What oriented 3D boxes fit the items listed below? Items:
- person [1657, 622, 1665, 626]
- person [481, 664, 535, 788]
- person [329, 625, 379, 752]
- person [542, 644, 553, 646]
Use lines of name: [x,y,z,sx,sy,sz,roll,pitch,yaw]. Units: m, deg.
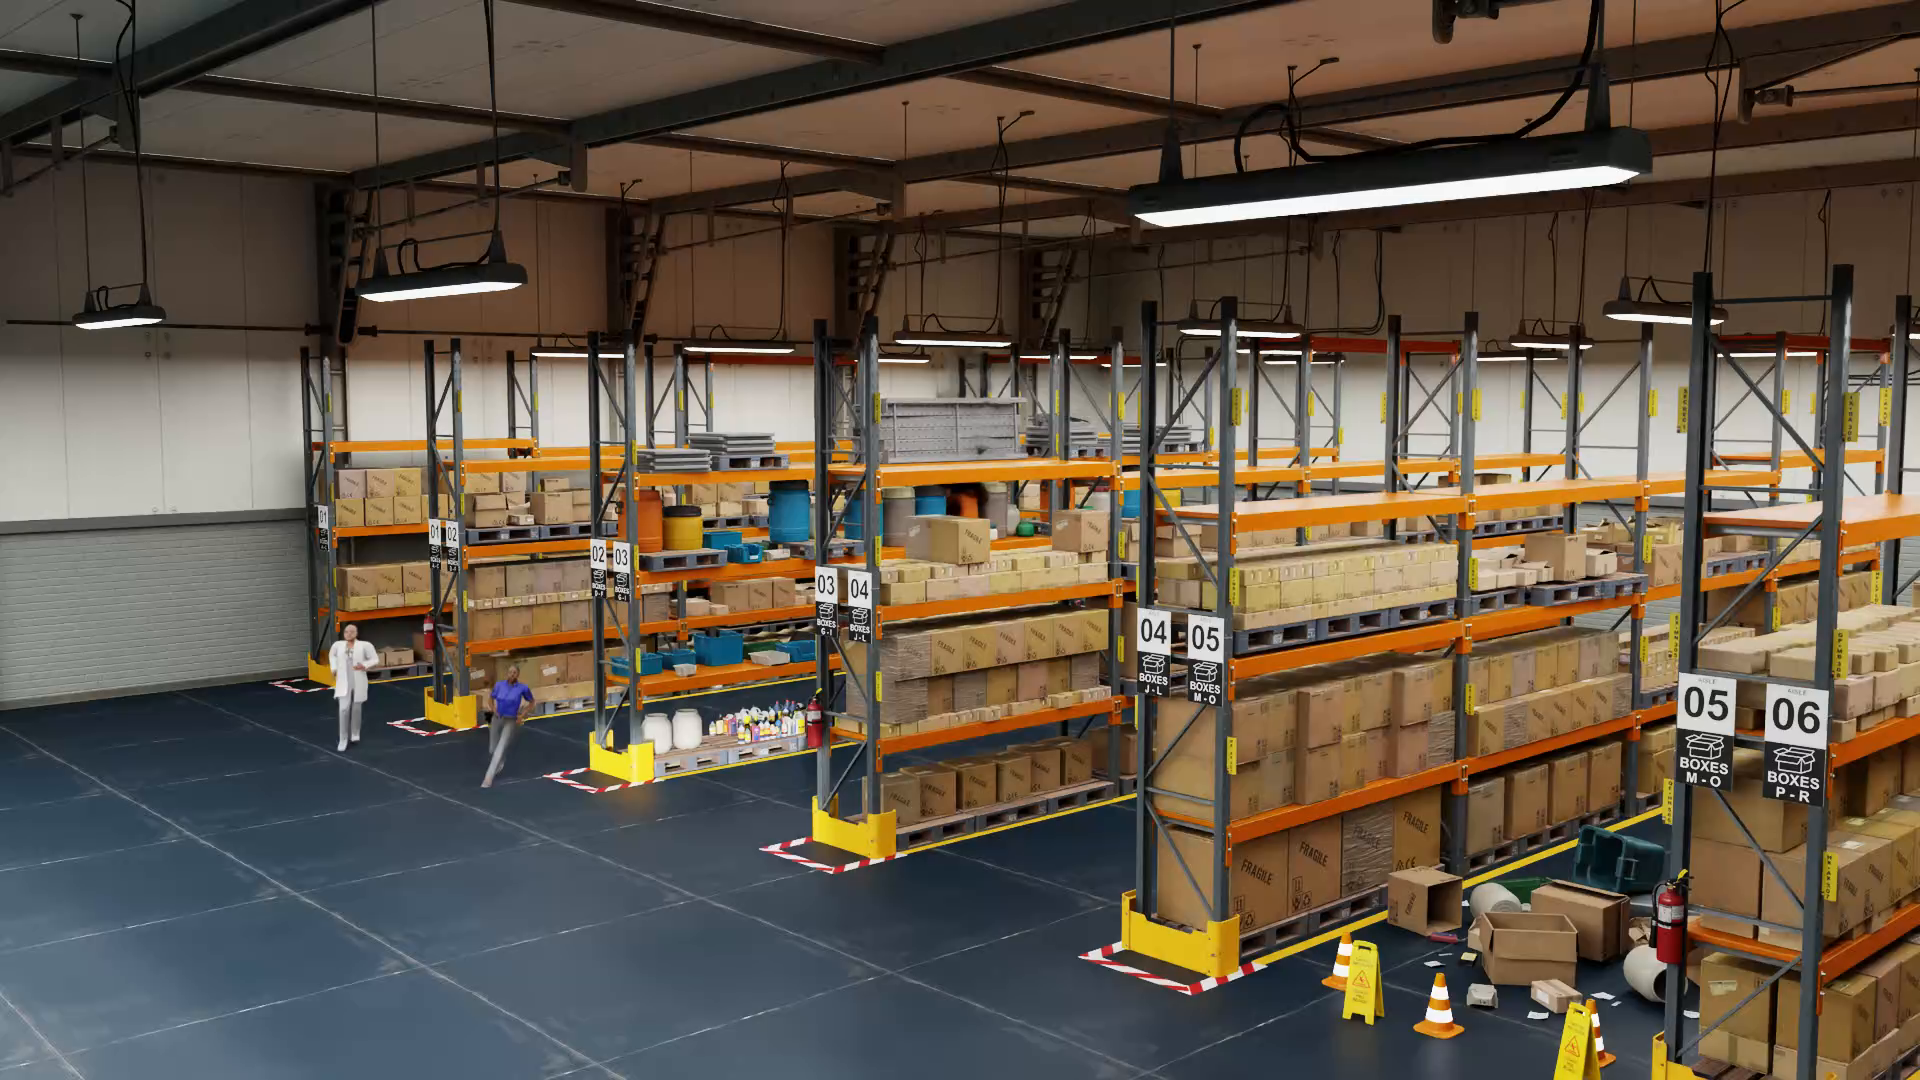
person: [10.932,2.103,25.872,0.709,1.660,0.555,-4,7,-40]
person: [-5.993,2.432,22.139,0.629,1.604,0.844,0,5,2]
person: [-8.874,2.148,24.366,0.715,1.853,0.802,-1,5,-13]
person: [-7.263,1.708,29.490,0.614,1.707,0.836,4,6,35]
